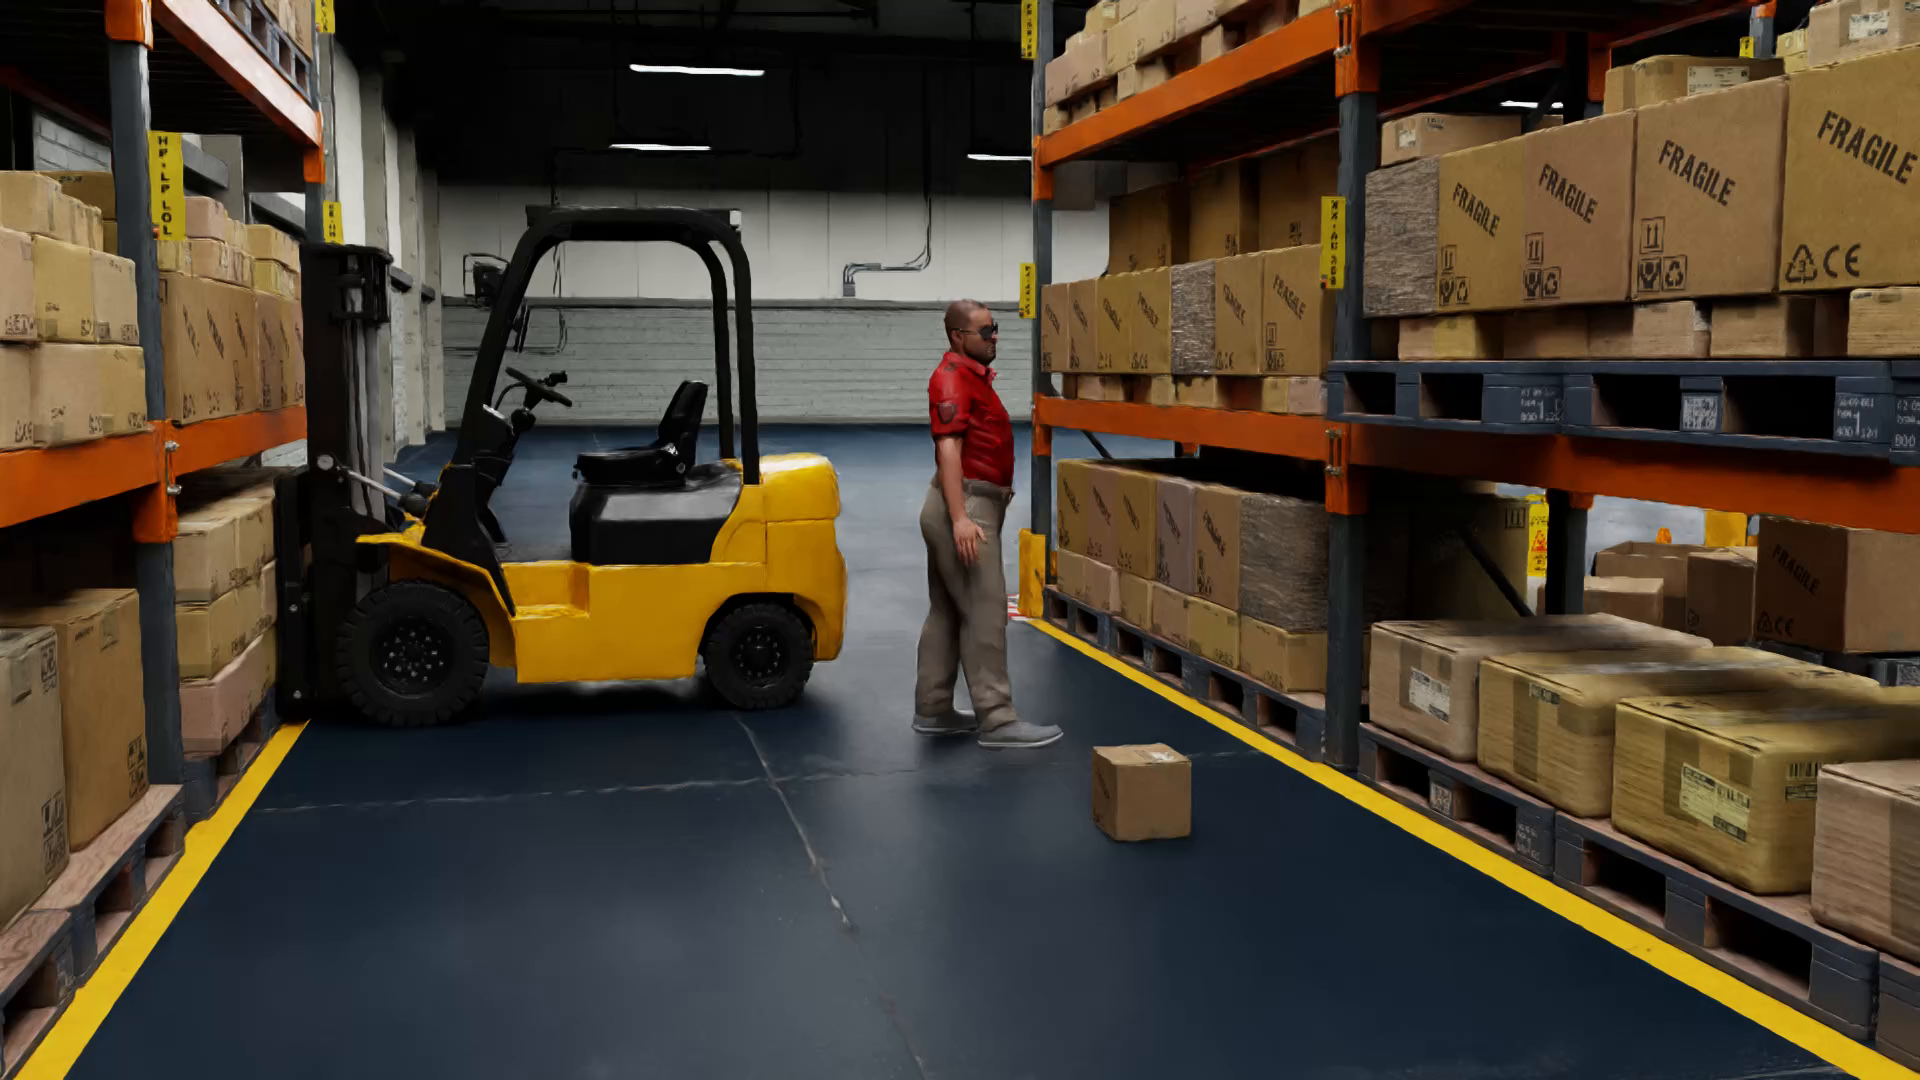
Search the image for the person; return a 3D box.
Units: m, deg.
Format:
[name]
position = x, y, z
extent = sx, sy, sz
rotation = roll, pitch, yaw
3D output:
[person]
position = 0.103, -0.064, 6.424
extent = 0.605, 1.725, 0.733
rotation = 0, 6, 4
